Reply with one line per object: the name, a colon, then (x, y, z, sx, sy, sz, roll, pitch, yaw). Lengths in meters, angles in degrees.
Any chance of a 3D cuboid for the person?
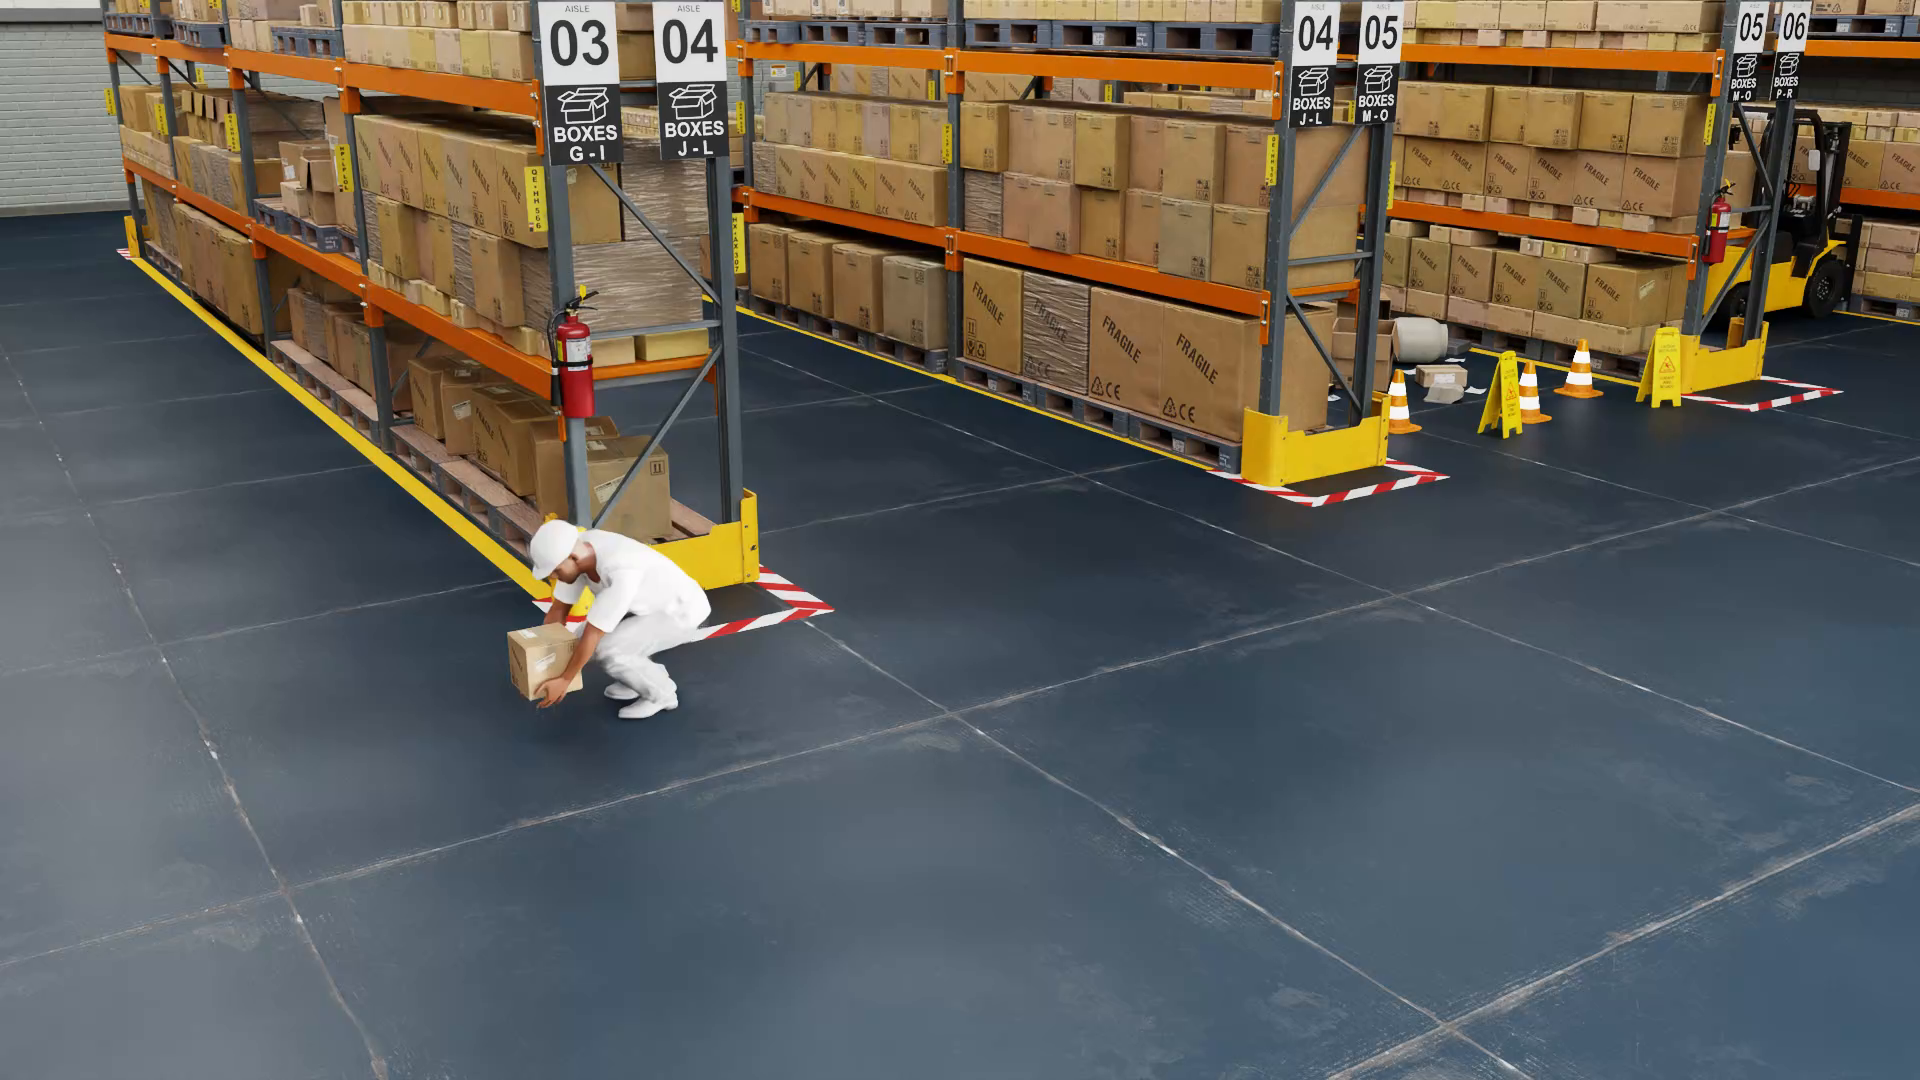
person: (-1.603, 0.340, 7.719, 0.911, 1.005, 0.546, -12, 21, -32)
